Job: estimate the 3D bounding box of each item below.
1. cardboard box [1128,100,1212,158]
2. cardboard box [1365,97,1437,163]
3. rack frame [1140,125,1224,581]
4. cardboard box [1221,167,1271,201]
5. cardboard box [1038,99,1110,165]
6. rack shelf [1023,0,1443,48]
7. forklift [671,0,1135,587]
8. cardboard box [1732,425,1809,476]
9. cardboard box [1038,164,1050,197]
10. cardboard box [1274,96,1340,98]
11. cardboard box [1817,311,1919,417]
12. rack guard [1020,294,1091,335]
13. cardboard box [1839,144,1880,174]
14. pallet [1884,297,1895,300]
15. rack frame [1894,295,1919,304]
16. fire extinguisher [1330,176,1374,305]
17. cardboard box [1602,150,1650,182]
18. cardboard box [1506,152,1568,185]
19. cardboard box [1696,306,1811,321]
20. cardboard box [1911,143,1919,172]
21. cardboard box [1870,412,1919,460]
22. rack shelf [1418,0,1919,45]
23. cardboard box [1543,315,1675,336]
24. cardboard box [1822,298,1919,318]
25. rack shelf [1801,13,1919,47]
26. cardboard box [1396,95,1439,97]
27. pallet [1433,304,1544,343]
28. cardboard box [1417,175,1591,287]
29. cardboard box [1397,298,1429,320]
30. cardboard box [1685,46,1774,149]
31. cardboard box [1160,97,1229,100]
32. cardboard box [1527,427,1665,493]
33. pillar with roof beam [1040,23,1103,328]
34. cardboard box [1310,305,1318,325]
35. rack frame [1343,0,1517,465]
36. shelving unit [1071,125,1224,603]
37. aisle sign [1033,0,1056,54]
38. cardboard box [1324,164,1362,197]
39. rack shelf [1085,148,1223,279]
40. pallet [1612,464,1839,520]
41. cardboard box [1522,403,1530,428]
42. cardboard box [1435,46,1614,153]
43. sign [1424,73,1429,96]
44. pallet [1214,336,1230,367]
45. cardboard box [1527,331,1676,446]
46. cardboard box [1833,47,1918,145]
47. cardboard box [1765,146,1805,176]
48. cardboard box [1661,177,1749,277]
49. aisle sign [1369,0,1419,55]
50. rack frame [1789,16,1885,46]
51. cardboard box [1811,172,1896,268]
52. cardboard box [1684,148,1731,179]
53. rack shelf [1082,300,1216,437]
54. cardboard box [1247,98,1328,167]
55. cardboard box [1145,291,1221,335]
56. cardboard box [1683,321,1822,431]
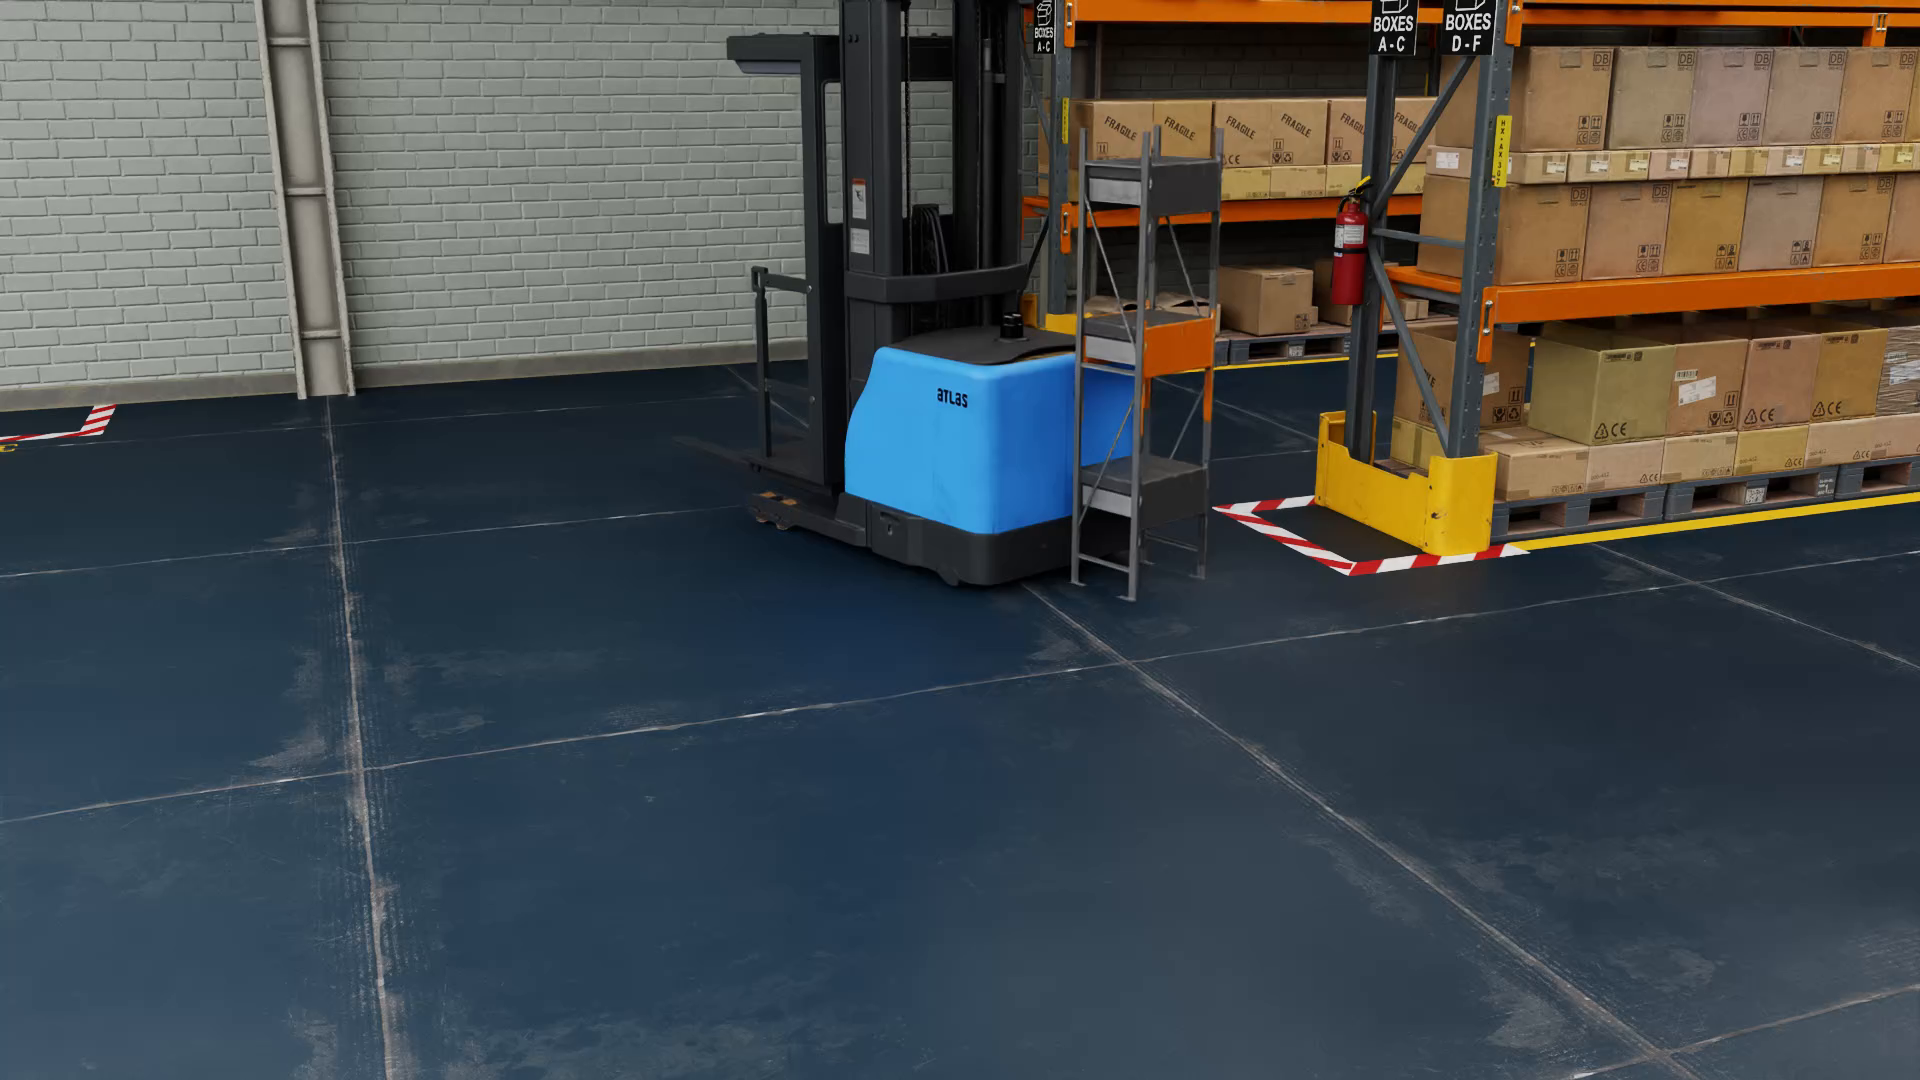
[{"bbox_3d":[1.601,-3.142,12.874,0.500,0.500,0.500,-6,17,-20],"label":"cardboard box"},{"bbox_3d":[3.523,-3.348,13.576,0.500,0.500,0.500,-6,17,-20],"label":"cardboard box"},{"bbox_3d":[1.029,-0.855,7.782,0.015,2.100,0.400,-14,22,-40],"label":"rack frame"},{"bbox_3d":[2.110,-2.838,13.168,0.500,0.250,0.500,-6,18,-21],"label":"cardboard box"},{"bbox_3d":[0.947,-3.229,13.171,0.500,0.500,0.500,-6,18,-21],"label":"cardboard box"},{"bbox_3d":[2.451,-4.124,13.271,4.000,0.370,1.077,-6,17,-20],"label":"rack shelf"},{"bbox_3d":[-0.480,-1.536,8.628,1.130,2.935,3.031,-14,21,-39],"label":"forklift"},{"bbox_3d":[4.341,-0.554,9.295,0.500,0.250,0.500,-6,17,-20],"label":"cardboard box"},{"bbox_3d":[0.950,-2.864,13.258,0.500,0.250,0.500,-6,17,-19],"label":"cardboard box"},{"bbox_3d":[2.853,-3.437,13.877,0.500,0.500,0.500,-6,17,-19],"label":"cardboard box"},{"bbox_3d":[5.268,-1.019,9.548,0.500,0.500,0.500,-6,17,-20],"label":"cardboard box"},{"bbox_3d":[0.654,-1.637,13.284,0.348,0.500,1.175,-6,17,-20],"label":"rack guard"},{"bbox_3d":[4.731,-2.076,9.017,0.250,0.149,0.380,-6,17,-18],"label":"cardboard box"},{"bbox_3d":[8.816,-2.357,16.249,1.213,0.211,1.003,-6,17,-20],"label":"pallet"},{"bbox_3d":[6.094,-1.929,9.842,0.127,3.000,1.000,-6,17,-20],"label":"rack frame"},{"bbox_3d":[2.082,-1.599,8.855,0.183,0.674,0.296,-6,17,-20],"label":"fire extinguisher"},{"bbox_3d":[3.281,-1.920,8.483,0.250,0.149,0.380,-6,17,-20],"label":"cardboard box"},{"bbox_3d":[2.802,-1.867,8.305,0.250,0.149,0.380,-6,18,-20],"label":"cardboard box"},{"bbox_3d":[4.615,-1.105,9.843,0.500,0.500,0.500,-6,17,-20],"label":"cardboard box"},{"bbox_3d":[5.197,-2.126,9.185,0.250,0.149,0.380,-6,17,-20],"label":"cardboard box"},{"bbox_3d":[5.269,-0.659,9.653,0.500,0.250,0.500,-6,17,-20],"label":"cardboard box"},{"bbox_3d":[4.227,-2.821,8.834,4.000,0.370,1.077,-6,17,-20],"label":"rack shelf"},{"bbox_3d":[3.682,-1.004,9.499,0.500,0.500,0.500,-6,17,-20],"label":"cardboard box"},{"bbox_3d":[5.549,-1.206,10.186,0.500,0.500,0.500,-6,17,-20],"label":"cardboard box"},{"bbox_3d":[9.921,-4.931,16.018,4.000,0.370,1.077,-6,17,-20],"label":"rack shelf"},{"bbox_3d":[3.805,-3.537,14.218,0.500,0.500,0.500,-7,18,-21],"label":"cardboard box"},{"bbox_3d":[5.045,-1.973,14.941,1.213,0.211,1.003,-6,17,-20],"label":"pallet"},{"bbox_3d":[2.800,-1.617,8.604,0.500,0.500,0.700,-6,17,-20],"label":"cardboard box"},{"bbox_3d":[3.829,-2.021,14.406,0.250,0.166,0.380,-9,18,-27],"label":"cardboard box"},{"bbox_3d":[3.809,-2.350,8.798,0.500,0.500,0.700,-6,17,-20],"label":"cardboard box"},{"bbox_3d":[1.902,-3.331,13.516,0.500,0.500,0.500,-7,18,-22],"label":"cardboard box"},{"bbox_3d":[3.405,-0.454,8.957,0.500,0.250,0.500,-6,17,-20],"label":"cardboard box"},{"bbox_3d":[2.468,-4.872,9.219,0.400,9.000,9.100,-6,17,-20],"label":"pillar with roof beam"},{"bbox_3d":[2.817,-1.919,14.088,0.250,0.149,0.380,-8,18,-25],"label":"cardboard box"},{"bbox_3d":[2.359,-1.525,8.469,0.127,3.000,1.000,-6,17,-20],"label":"rack frame"},{"bbox_3d":[0.848,-0.808,7.625,0.503,2.100,0.431,-14,22,-40],"label":"shelving unit"},{"bbox_3d":[0.623,-3.989,12.246,0.004,0.787,0.394,-6,17,-20],"label":"aisle sign"},{"bbox_3d":[3.052,-2.939,13.513,0.500,0.250,0.500,-6,17,-20],"label":"cardboard box"},{"bbox_3d":[0.848,-1.467,7.431,0.480,0.518,0.431,-14,22,-40],"label":"rack shelf"},{"bbox_3d":[4.196,-0.398,9.577,1.213,0.211,1.003,-6,17,-20],"label":"pallet"},{"bbox_3d":[3.217,-0.593,9.428,0.500,0.250,0.500,-6,17,-20],"label":"cardboard box"},{"bbox_3d":[2.849,-2.245,8.439,0.500,0.500,0.700,-6,17,-20],"label":"cardboard box"},{"bbox_3d":[4.116,-3.933,14.612,0.005,0.325,0.100,-6,17,-20],"label":"sign"},{"bbox_3d":[1.425,-1.571,13.572,1.213,0.211,1.003,-6,17,-20],"label":"pallet"},{"bbox_3d":[3.406,-0.814,8.850,0.500,0.500,0.500,-6,17,-20],"label":"cardboard box"},{"bbox_3d":[4.743,-2.451,9.141,0.500,0.500,0.700,-6,17,-20],"label":"cardboard box"},{"bbox_3d":[4.238,-2.022,8.832,0.250,0.149,0.380,-6,17,-20],"label":"cardboard box"},{"bbox_3d":[3.754,-1.720,8.953,0.500,0.500,0.700,-6,17,-20],"label":"cardboard box"},{"bbox_3d":[2.193,-2.843,8.343,0.004,0.787,0.394,-6,17,-20],"label":"aisle sign"},{"bbox_3d":[8.053,-3.635,15.652,0.127,3.000,1.000,-6,17,-20],"label":"rack frame"},{"bbox_3d":[4.722,-1.826,9.314,0.500,0.500,0.700,-6,17,-19],"label":"cardboard box"},{"bbox_3d":[3.766,-1.972,8.661,0.250,0.149,0.380,-7,18,-22],"label":"cardboard box"},{"bbox_3d":[0.848,-0.795,7.629,0.480,0.518,0.431,-14,22,-40],"label":"rack shelf"},{"bbox_3d":[2.564,-3.248,13.234,0.500,0.500,0.500,-6,17,-18],"label":"cardboard box"},{"bbox_3d":[1.794,-1.853,13.575,0.500,0.311,0.500,-5,17,-15],"label":"cardboard box"},{"bbox_3d":[4.341,-0.913,9.189,0.500,0.500,0.500,-6,17,-20],"label":"cardboard box"}]
